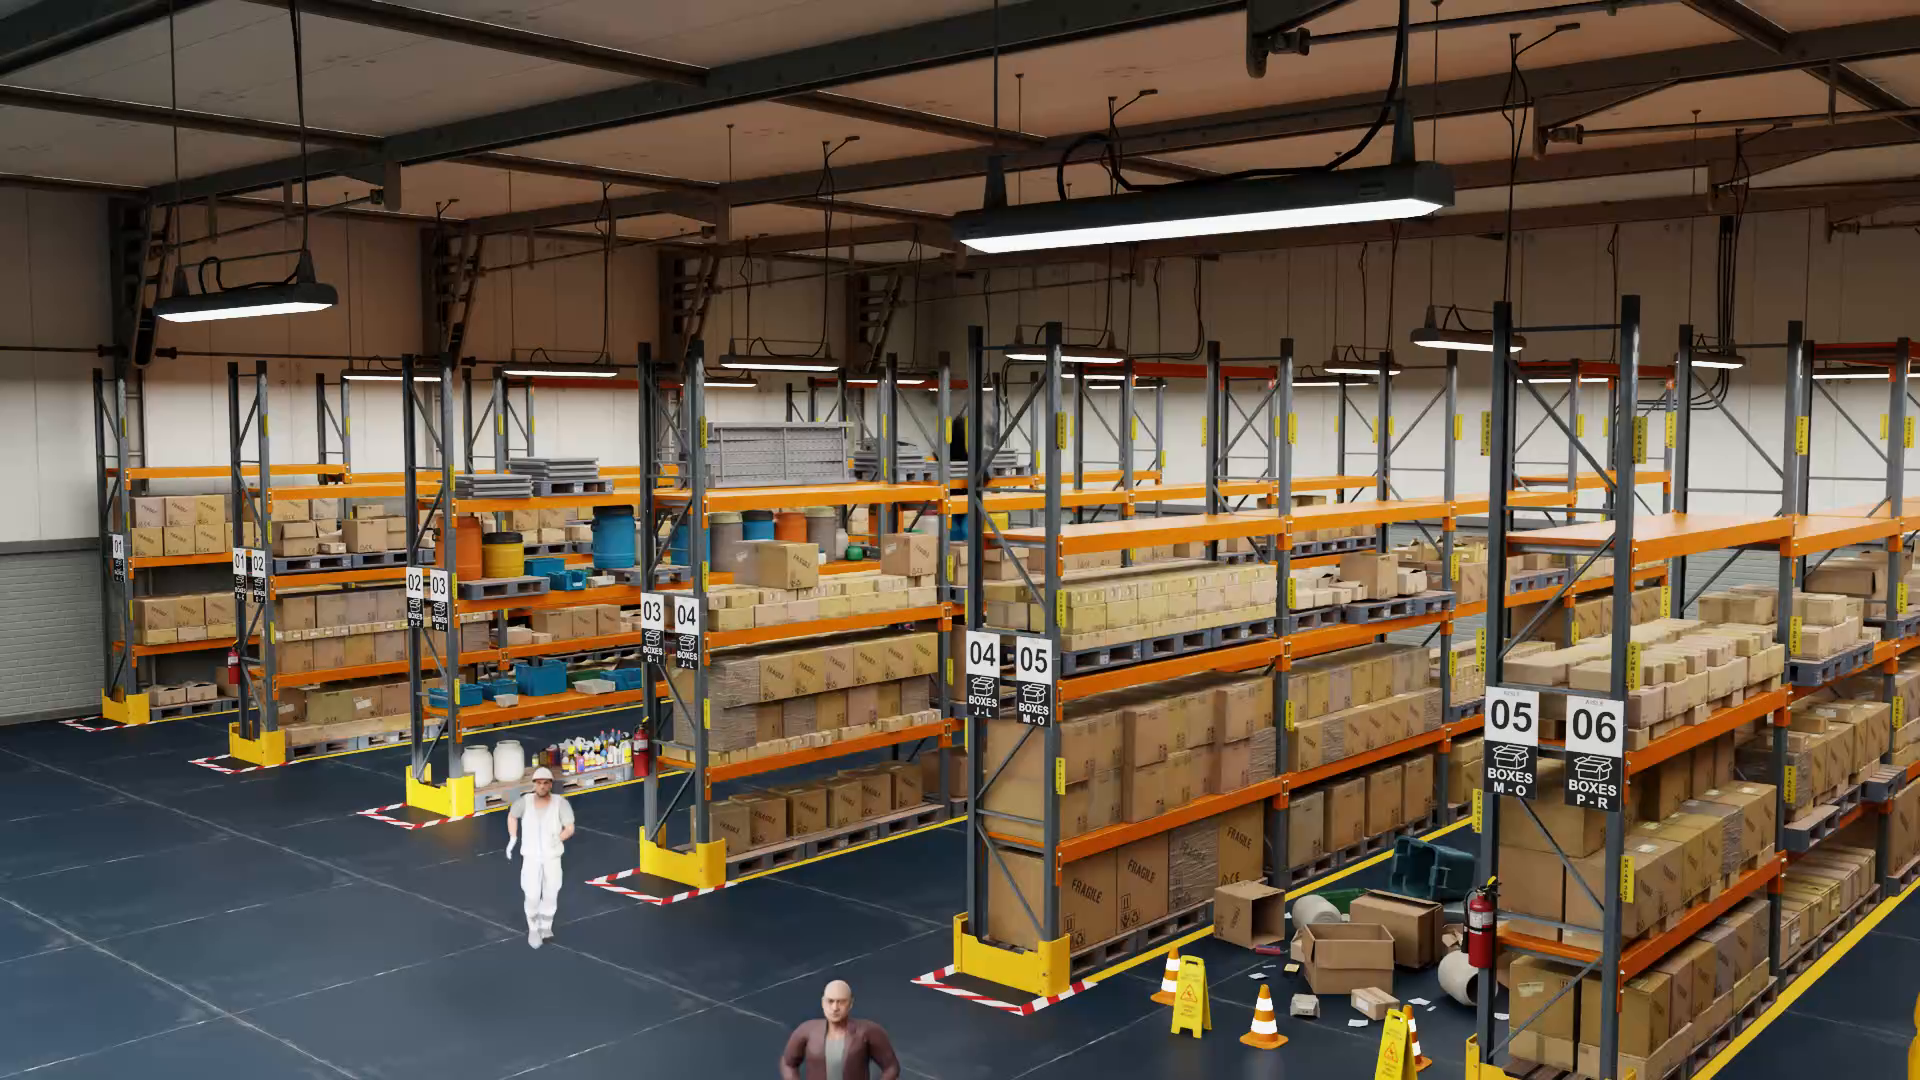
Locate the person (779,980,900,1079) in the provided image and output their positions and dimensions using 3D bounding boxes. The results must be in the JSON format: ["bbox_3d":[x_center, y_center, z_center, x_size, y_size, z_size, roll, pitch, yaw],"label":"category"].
[{"bbox_3d":[-0.743,3.547,10.211,0.752,1.723,0.774,0,4,3],"label":"person"}]

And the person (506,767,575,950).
[{"bbox_3d":[-4.066,3.086,16.145,0.649,1.777,0.786,-1,4,-16],"label":"person"}]
